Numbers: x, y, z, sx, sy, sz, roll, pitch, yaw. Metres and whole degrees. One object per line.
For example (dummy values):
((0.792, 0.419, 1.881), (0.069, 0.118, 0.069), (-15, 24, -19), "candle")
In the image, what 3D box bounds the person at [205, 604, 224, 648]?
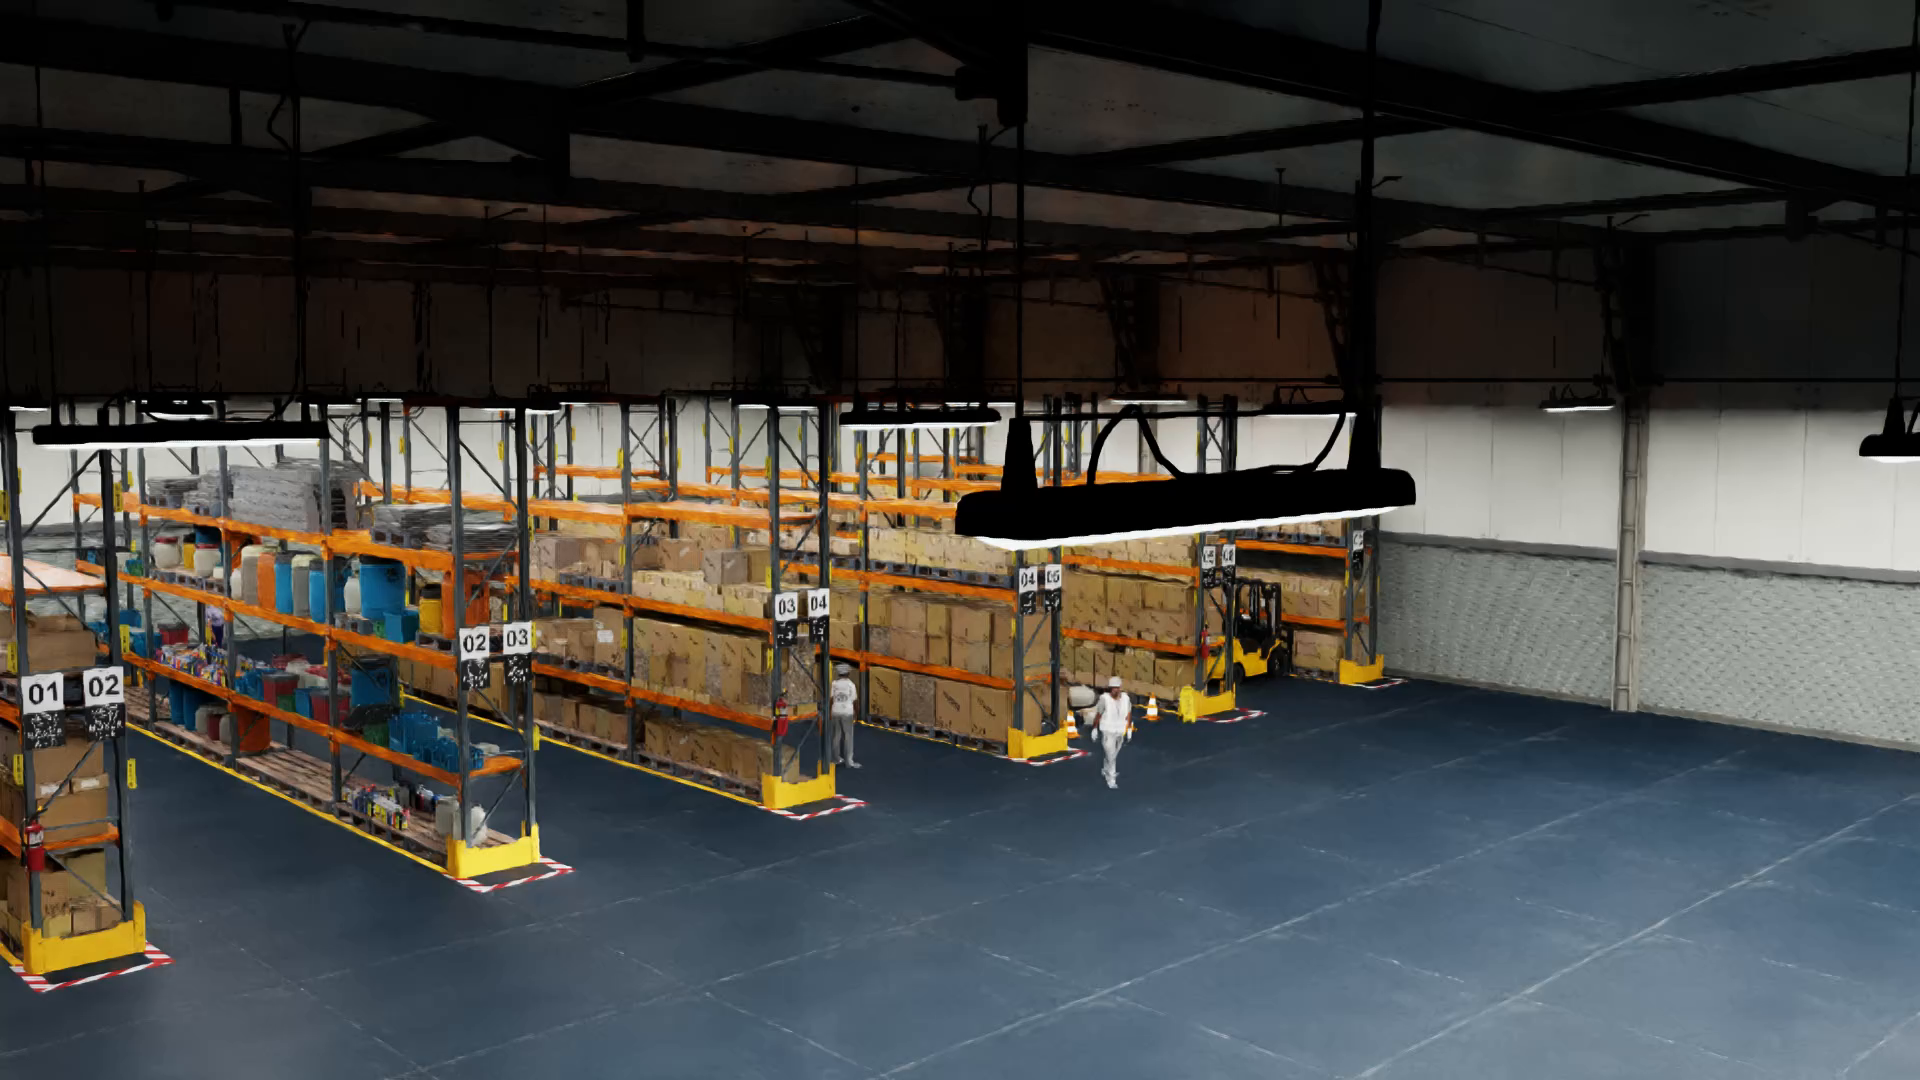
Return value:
((-16.370, 2.023, 36.231), (0.507, 1.641, 0.683), (0, 6, 1), "person")

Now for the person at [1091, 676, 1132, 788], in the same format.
((2.392, 2.967, 25.987), (0.606, 1.735, 0.984), (-2, 6, -22), "person")

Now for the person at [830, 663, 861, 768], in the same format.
((-1.878, 2.858, 27.167), (0.551, 1.683, 0.440), (2, 6, 19), "person")
